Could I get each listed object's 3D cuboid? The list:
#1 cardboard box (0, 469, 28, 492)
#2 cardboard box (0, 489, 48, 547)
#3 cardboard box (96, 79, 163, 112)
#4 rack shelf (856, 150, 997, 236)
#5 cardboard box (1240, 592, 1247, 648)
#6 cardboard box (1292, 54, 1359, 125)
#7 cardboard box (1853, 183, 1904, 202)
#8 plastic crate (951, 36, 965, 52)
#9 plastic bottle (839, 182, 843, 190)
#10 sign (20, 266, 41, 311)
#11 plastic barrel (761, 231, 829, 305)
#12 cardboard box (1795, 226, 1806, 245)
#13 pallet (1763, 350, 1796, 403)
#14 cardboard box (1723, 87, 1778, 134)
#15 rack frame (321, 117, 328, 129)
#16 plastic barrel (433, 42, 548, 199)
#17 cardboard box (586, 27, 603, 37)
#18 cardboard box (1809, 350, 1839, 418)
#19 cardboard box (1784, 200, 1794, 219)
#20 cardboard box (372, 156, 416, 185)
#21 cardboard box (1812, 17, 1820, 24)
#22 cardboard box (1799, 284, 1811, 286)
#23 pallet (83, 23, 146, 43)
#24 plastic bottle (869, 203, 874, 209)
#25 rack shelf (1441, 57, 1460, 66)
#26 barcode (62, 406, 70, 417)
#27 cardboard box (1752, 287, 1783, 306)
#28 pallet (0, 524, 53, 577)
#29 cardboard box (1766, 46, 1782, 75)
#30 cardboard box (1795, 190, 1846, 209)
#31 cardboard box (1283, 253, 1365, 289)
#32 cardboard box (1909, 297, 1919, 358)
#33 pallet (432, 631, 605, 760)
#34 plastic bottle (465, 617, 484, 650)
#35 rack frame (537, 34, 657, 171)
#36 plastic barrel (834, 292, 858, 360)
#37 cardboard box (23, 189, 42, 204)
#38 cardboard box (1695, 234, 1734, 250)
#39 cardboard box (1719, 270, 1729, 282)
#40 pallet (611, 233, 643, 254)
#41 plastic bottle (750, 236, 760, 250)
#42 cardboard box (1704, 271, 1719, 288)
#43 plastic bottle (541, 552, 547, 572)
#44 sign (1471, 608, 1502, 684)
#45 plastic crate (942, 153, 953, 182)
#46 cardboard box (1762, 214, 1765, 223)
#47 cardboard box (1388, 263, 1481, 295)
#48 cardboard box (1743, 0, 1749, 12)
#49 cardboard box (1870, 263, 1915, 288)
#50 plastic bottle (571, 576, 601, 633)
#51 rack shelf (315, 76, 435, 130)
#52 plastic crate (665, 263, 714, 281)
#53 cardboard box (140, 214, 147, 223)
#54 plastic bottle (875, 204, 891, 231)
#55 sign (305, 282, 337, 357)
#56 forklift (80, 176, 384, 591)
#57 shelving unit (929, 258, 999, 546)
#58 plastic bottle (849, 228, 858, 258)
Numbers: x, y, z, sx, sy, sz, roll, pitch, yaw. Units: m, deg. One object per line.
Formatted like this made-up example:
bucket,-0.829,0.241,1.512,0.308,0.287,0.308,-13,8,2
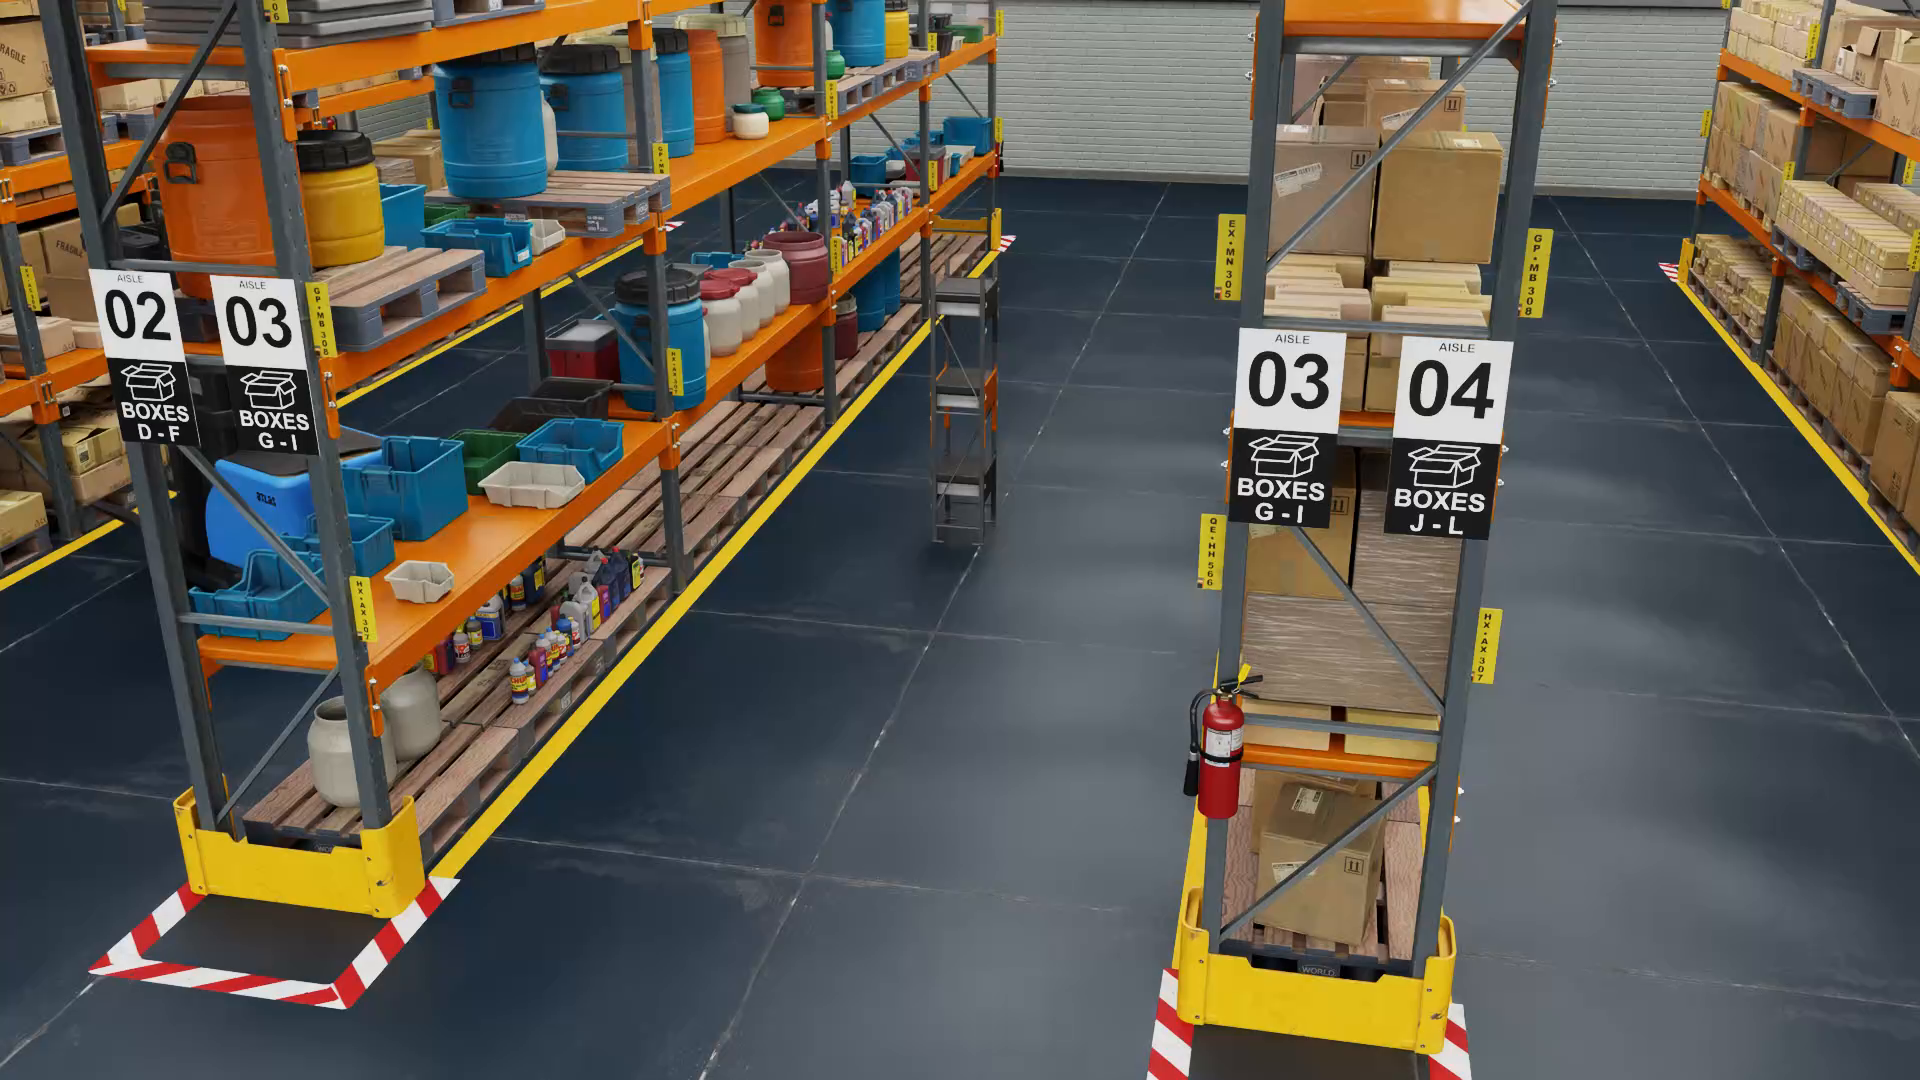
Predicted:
cardboard box,-7.520,-0.530,13.272,0.500,0.250,0.500,4,22,10
cardboard box,-7.201,-0.170,12.378,0.500,0.250,0.500,4,22,11
cardboard box,-6.870,-3.648,13.519,0.500,0.250,0.500,3,22,6
rack shelf,-0.432,-4.381,20.680,1.077,0.370,4.000,4,22,11
cardboard box,1.684,0.207,7.791,0.875,0.500,0.500,4,22,11
cardboard box,2.642,-3.291,12.191,0.500,0.500,0.500,4,22,9
cardboard box,8.953,-3.383,16.217,0.380,0.149,0.250,5,23,13
plastic crate,-0.202,-5.941,19.927,0.437,0.136,0.530,4,22,11
plastic bottle,-1.332,-3.828,18.499,0.061,0.283,0.133,4,22,11
sign,-6.777,-1.833,12.125,0.100,0.325,0.005,4,22,11
plastic barrel,-1.454,-2.391,14.593,0.600,0.536,0.708,4,22,11
cardboard box,8.155,-2.875,15.752,0.380,0.149,0.250,5,22,11
pallet,8.687,-1.612,16.575,1.003,0.211,1.213,4,22,11
cardboard box,9.212,-4.973,19.315,0.500,0.500,0.500,5,22,12
rack frame,-9.722,-6.201,24.237,1.000,3.000,0.127,4,22,11
plastic barrel,-2.780,-2.520,9.848,0.600,0.901,0.708,4,22,11
cardboard box,-4.921,-6.573,21.345,0.500,0.250,0.500,4,22,11
cardboard box,8.108,-1.408,15.118,0.500,0.500,0.500,3,22,9
cardboard box,8.262,-3.203,16.167,0.380,0.149,0.250,4,22,10
cardboard box,-6.113,-3.699,17.328,0.700,0.500,0.500,9,24,21
cardboard box,8.640,-5.065,16.397,0.380,0.149,0.250,3,22,9
cardboard box,9.235,-2.642,17.855,0.380,0.149,0.250,4,22,10
pallet,-10.361,-6.387,20.801,1.003,0.211,1.213,4,22,11
plastic bottle,-0.935,-3.390,17.429,0.097,0.271,0.097,0,22,0
rack shelf,2.785,-3.675,11.431,1.077,0.370,4.000,4,22,11
barcode,-6.861,-0.988,12.764,0.001,0.075,0.075,4,22,11
cardboard box,8.675,-2.586,17.716,0.380,0.149,0.250,5,22,12
pallet,-7.524,0.145,12.212,1.003,0.211,1.213,4,22,11
cardboard box,8.896,-5.080,17.638,0.500,0.250,0.500,4,22,10
cardboard box,8.207,-3.240,15.861,0.380,0.149,0.250,5,22,11
cardboard box,1.628,-1.218,7.516,0.380,0.149,0.250,5,22,12
cardboard box,7.672,-1.631,12.753,0.500,0.500,0.500,5,22,12
pallet,-2.897,0.926,10.272,1.003,0.211,1.213,4,22,11
plastic bottle,-3.079,0.586,10.541,0.097,0.201,0.097,0,22,0
rack frame,-2.472,-3.840,10.344,1.000,3.000,0.127,4,22,11
plastic barrel,-1.342,-2.190,16.942,0.600,0.588,0.708,4,22,11
cardboard box,-10.698,-3.929,18.902,0.380,0.149,0.250,5,23,13
cardboard box,9.221,-3.636,20.325,0.380,0.149,0.250,3,22,8
cardboard box,9.108,-3.110,19.416,0.380,0.149,0.250,3,22,8
pallet,-5.049,-4.212,23.030,1.003,0.211,1.213,4,22,11
plastic bottle,-1.944,-2.731,15.776,0.061,0.283,0.133,4,22,11
cardboard box,9.063,-3.080,19.741,0.380,0.149,0.250,5,22,12
plastic bottle,-2.966,0.087,11.685,0.097,0.271,0.097,0,22,0
sign,2.092,0.423,6.630,0.100,0.325,0.005,4,22,11
plastic crate,-0.348,-4.501,20.092,0.437,0.282,0.530,4,22,11
cardboard box,8.732,-3.392,17.597,0.380,0.149,0.250,5,23,13
cardboard box,2.047,-1.090,7.198,0.380,0.149,0.250,5,23,13
cardboard box,9.175,-6.106,18.981,0.380,0.149,0.250,4,22,11
cardboard box,7.683,-2.159,13.576,0.380,0.149,0.250,5,22,12
plastic bottle,-2.426,0.413,10.770,0.144,0.351,0.185,4,22,11
rack shelf,-6.096,-4.689,17.428,1.077,0.370,4.000,4,22,11
plastic crate,-2.285,-1.982,13.675,0.402,0.464,0.583,4,22,11
cardboard box,-10.285,-4.040,21.652,0.700,0.500,0.500,5,22,12
plastic bottle,-0.809,-3.390,17.421,0.152,0.276,0.135,4,22,11
sign,-2.751,-0.947,7.162,0.100,0.325,0.005,4,22,11
forklift,-5.363,-1.214,11.943,3.031,2.935,1.130,15,26,33
shelving unit,0.034,-1.035,12.612,0.431,2.100,0.503,4,22,11
plastic bottle,-1.038,-2.899,16.193,0.061,0.283,0.133,4,22,11
